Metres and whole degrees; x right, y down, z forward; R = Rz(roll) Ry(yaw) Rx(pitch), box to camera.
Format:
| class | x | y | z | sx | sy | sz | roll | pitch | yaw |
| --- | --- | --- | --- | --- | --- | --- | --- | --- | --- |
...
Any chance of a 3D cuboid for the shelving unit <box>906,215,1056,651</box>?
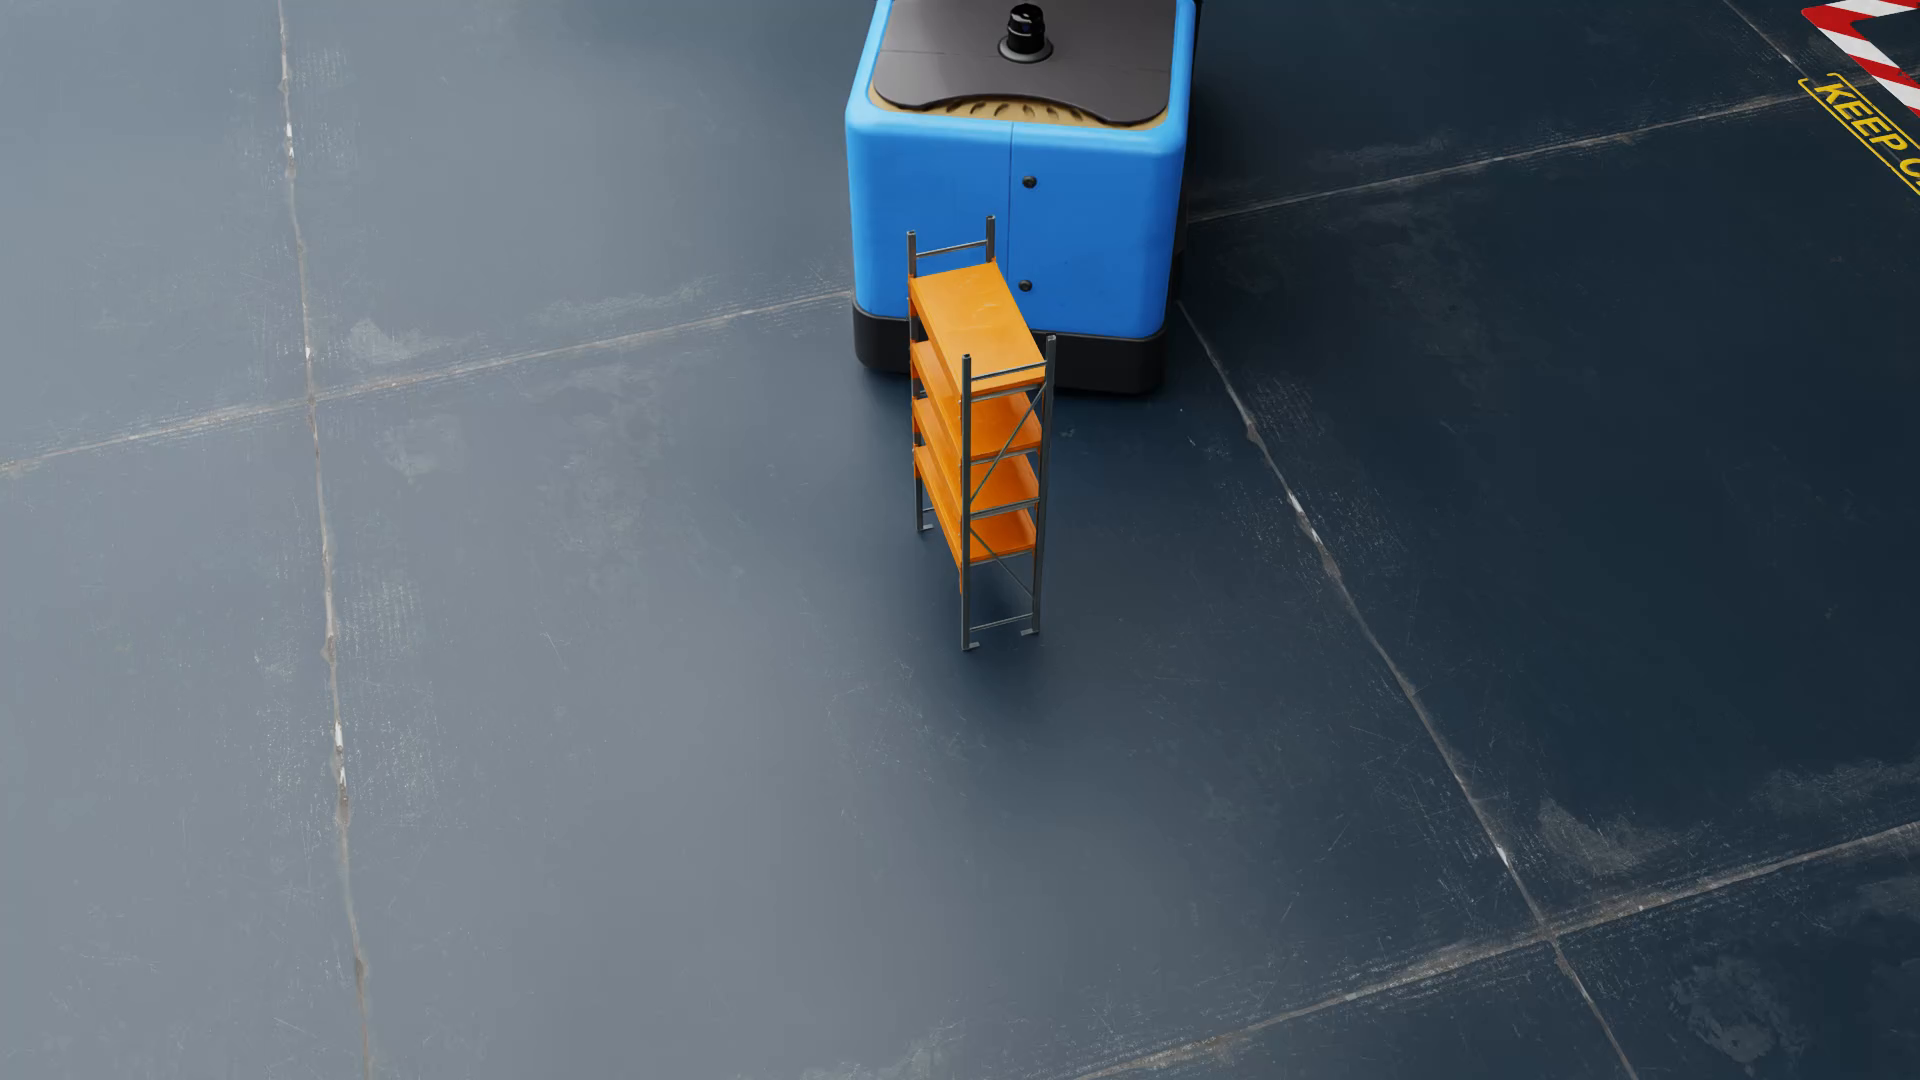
| class | x | y | z | sx | sy | sz | roll | pitch | yaw |
| --- | --- | --- | --- | --- | --- | --- | --- | --- | --- |
| shelving unit | 0.049 | -0.266 | 4.689 | 0.258 | 1.200 | 0.503 | -13 | 51 | -11 |

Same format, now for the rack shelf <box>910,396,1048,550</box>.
| class | x | y | z | sx | sy | sz | roll | pitch | yaw |
| --- | --- | --- | --- | --- | --- | --- | --- | --- | --- |
| rack shelf | 0.049 | -0.222 | 4.741 | 0.258 | 0.148 | 0.480 | -13 | 51 | -11 |

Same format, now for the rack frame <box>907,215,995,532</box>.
| class | x | y | z | sx | sy | sz | roll | pitch | yaw |
| --- | --- | --- | --- | --- | --- | --- | --- | --- | --- |
| rack frame | -0.023 | -0.444 | 4.840 | 0.240 | 1.200 | 0.015 | -13 | 51 | -11 |

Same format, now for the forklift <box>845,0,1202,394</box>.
| class | x | y | z | sx | sy | sz | roll | pitch | yaw |
| --- | --- | --- | --- | --- | --- | --- | --- | --- | --- |
| forklift | 0.344 | -2.578 | 5.507 | 1.130 | 2.935 | 3.031 | 6 | 50 | 5 |

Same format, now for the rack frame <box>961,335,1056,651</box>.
| class | x | y | z | sx | sy | sz | roll | pitch | yaw |
| --- | --- | --- | --- | --- | --- | --- | --- | --- | --- |
| rack frame | 0.121 | -0.088 | 4.539 | 0.240 | 1.200 | 0.015 | -13 | 51 | -11 |

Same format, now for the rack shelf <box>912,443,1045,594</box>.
| class | x | y | z | sx | sy | sz | roll | pitch | yaw |
| --- | --- | --- | --- | --- | --- | --- | --- | --- | --- |
| rack shelf | 0.049 | -0.094 | 4.893 | 0.258 | 0.148 | 0.480 | -13 | 51 | -11 |

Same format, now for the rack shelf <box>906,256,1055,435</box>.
| class | x | y | z | sx | sy | sz | roll | pitch | yaw |
| --- | --- | --- | --- | --- | --- | --- | --- | --- | --- |
| rack shelf | 0.049 | -0.519 | 4.389 | 0.258 | 0.148 | 0.480 | -13 | 51 | -11 |

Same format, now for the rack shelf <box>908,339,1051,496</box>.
| class | x | y | z | sx | sy | sz | roll | pitch | yaw |
| --- | --- | --- | --- | --- | --- | --- | --- | --- | --- |
| rack shelf | 0.049 | -0.367 | 4.570 | 0.258 | 0.148 | 0.480 | -13 | 51 | -11 |
